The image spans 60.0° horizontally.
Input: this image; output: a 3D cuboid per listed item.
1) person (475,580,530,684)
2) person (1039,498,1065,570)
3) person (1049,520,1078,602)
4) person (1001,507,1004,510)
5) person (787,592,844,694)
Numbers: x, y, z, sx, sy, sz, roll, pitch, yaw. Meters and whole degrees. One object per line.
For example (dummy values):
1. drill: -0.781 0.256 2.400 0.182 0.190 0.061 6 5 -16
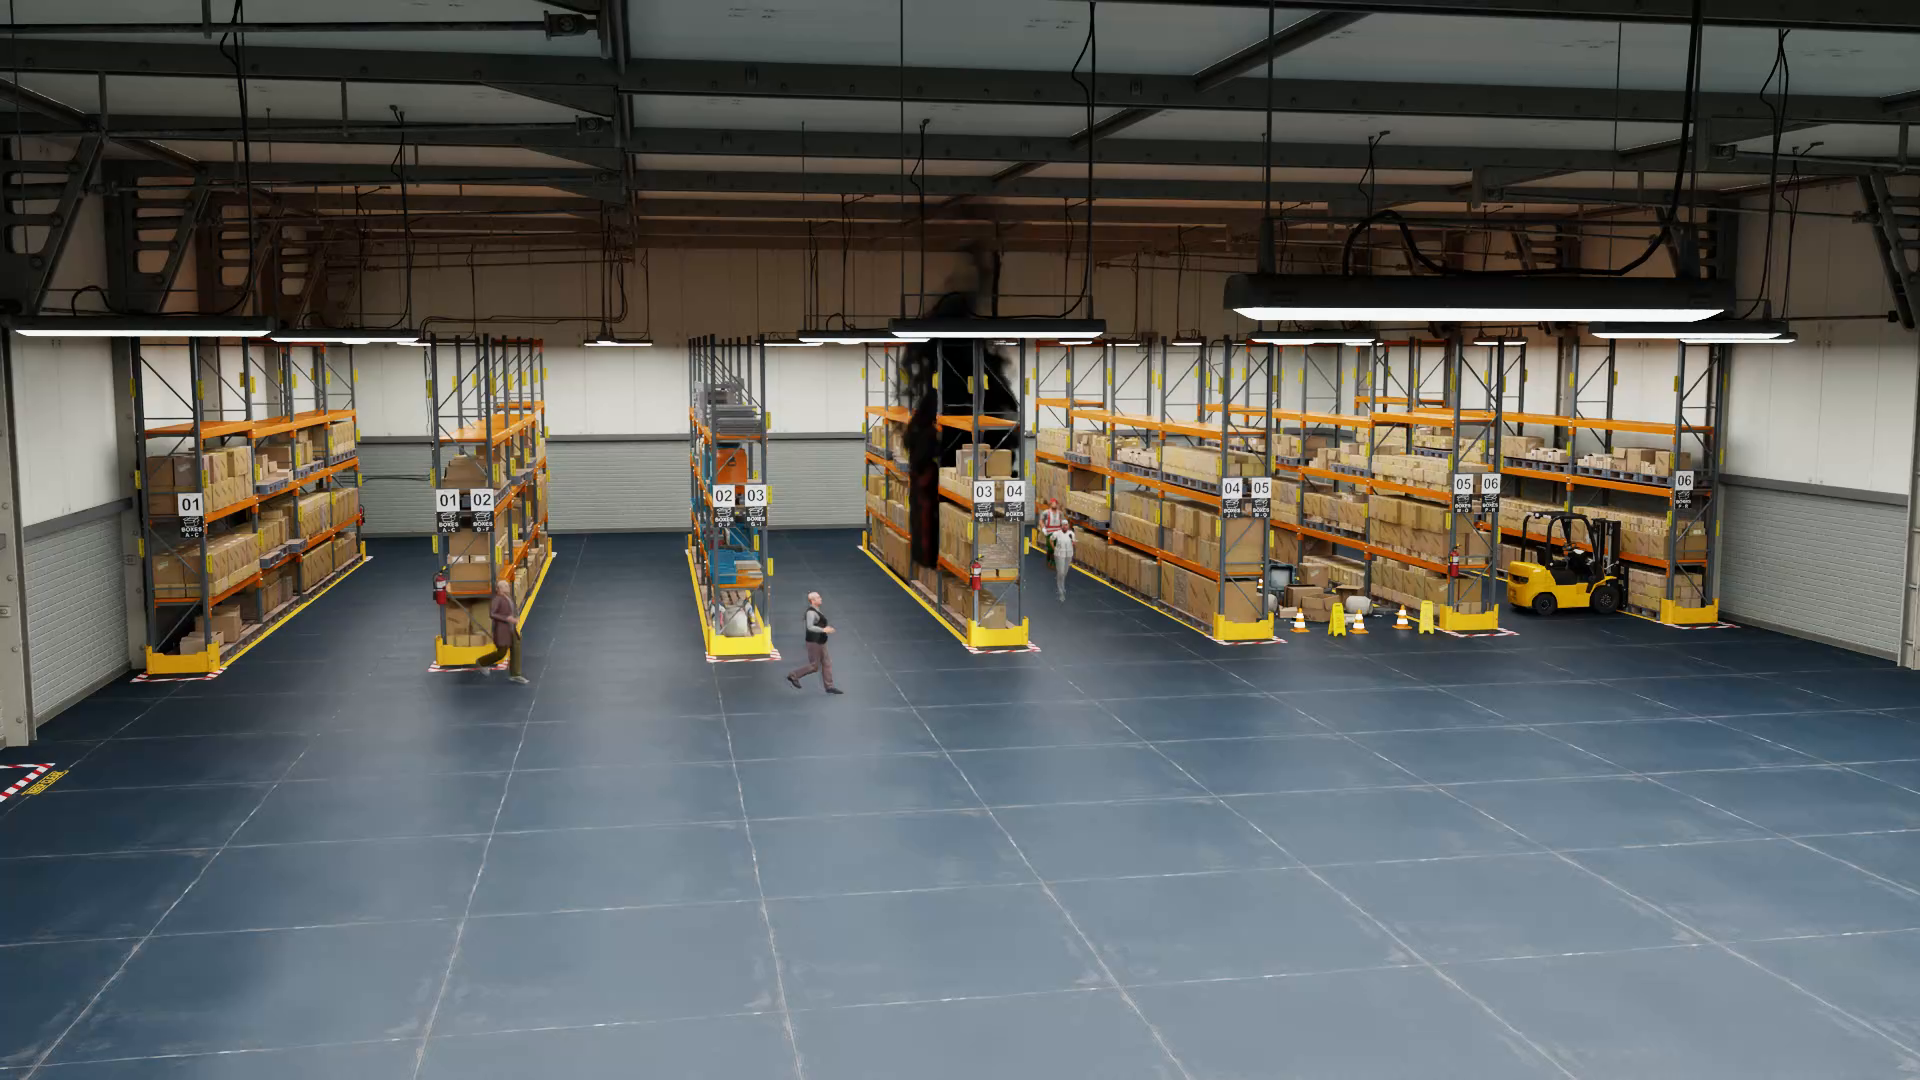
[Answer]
1. person: -7.875 1.579 28.647 0.988 1.790 0.716 2 7 15
2. person: 2.295 -0.157 41.230 0.648 1.760 0.520 -1 7 -11
3. person: 2.316 0.435 36.782 0.573 1.789 0.719 -2 7 -18
4. person: 0.857 -0.689 48.679 0.625 1.753 0.704 -5 8 -39
5. person: -2.399 1.716 27.543 0.936 1.717 0.661 1 7 8
